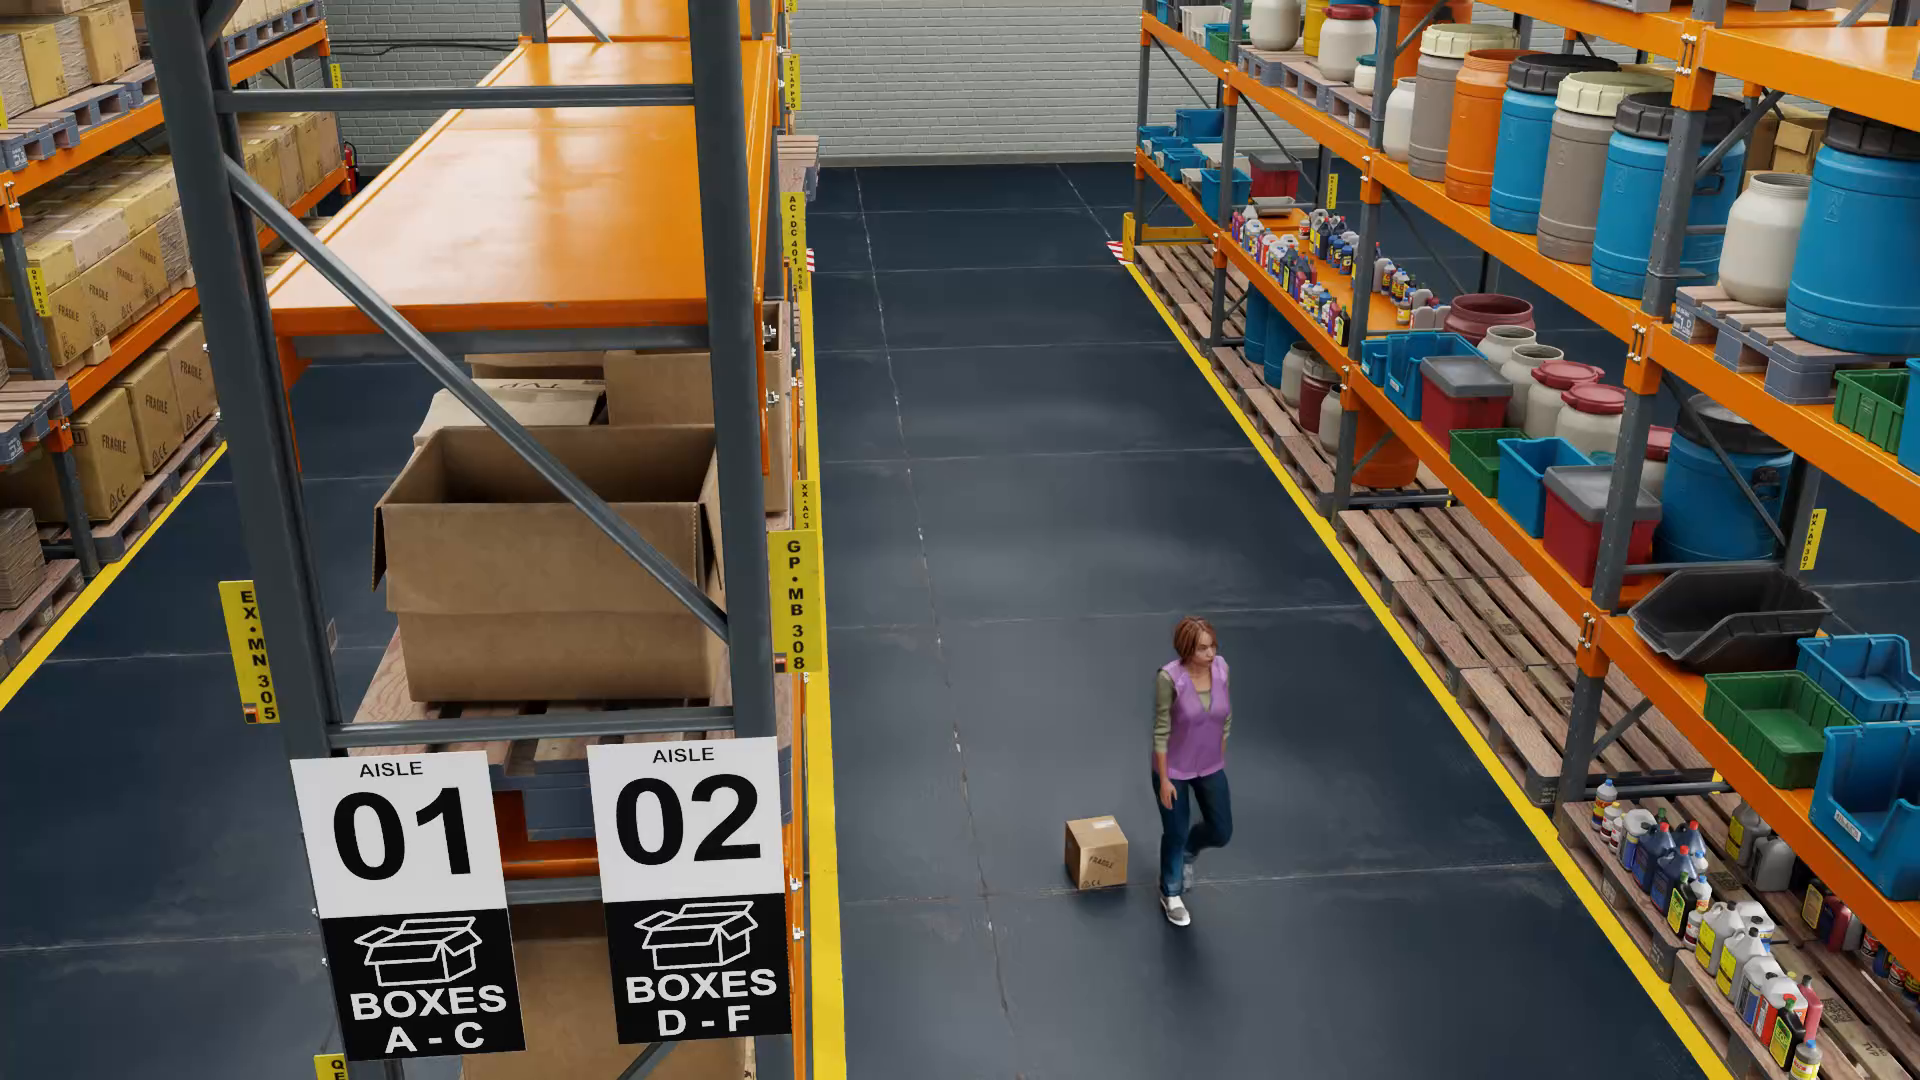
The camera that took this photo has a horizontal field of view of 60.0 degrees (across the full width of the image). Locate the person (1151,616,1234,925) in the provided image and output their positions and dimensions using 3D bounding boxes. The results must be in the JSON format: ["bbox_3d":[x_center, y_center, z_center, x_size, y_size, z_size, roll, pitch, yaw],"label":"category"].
[{"bbox_3d":[1.084,1.064,7.854,0.432,1.590,0.424,-8,25,-17],"label":"person"}]
